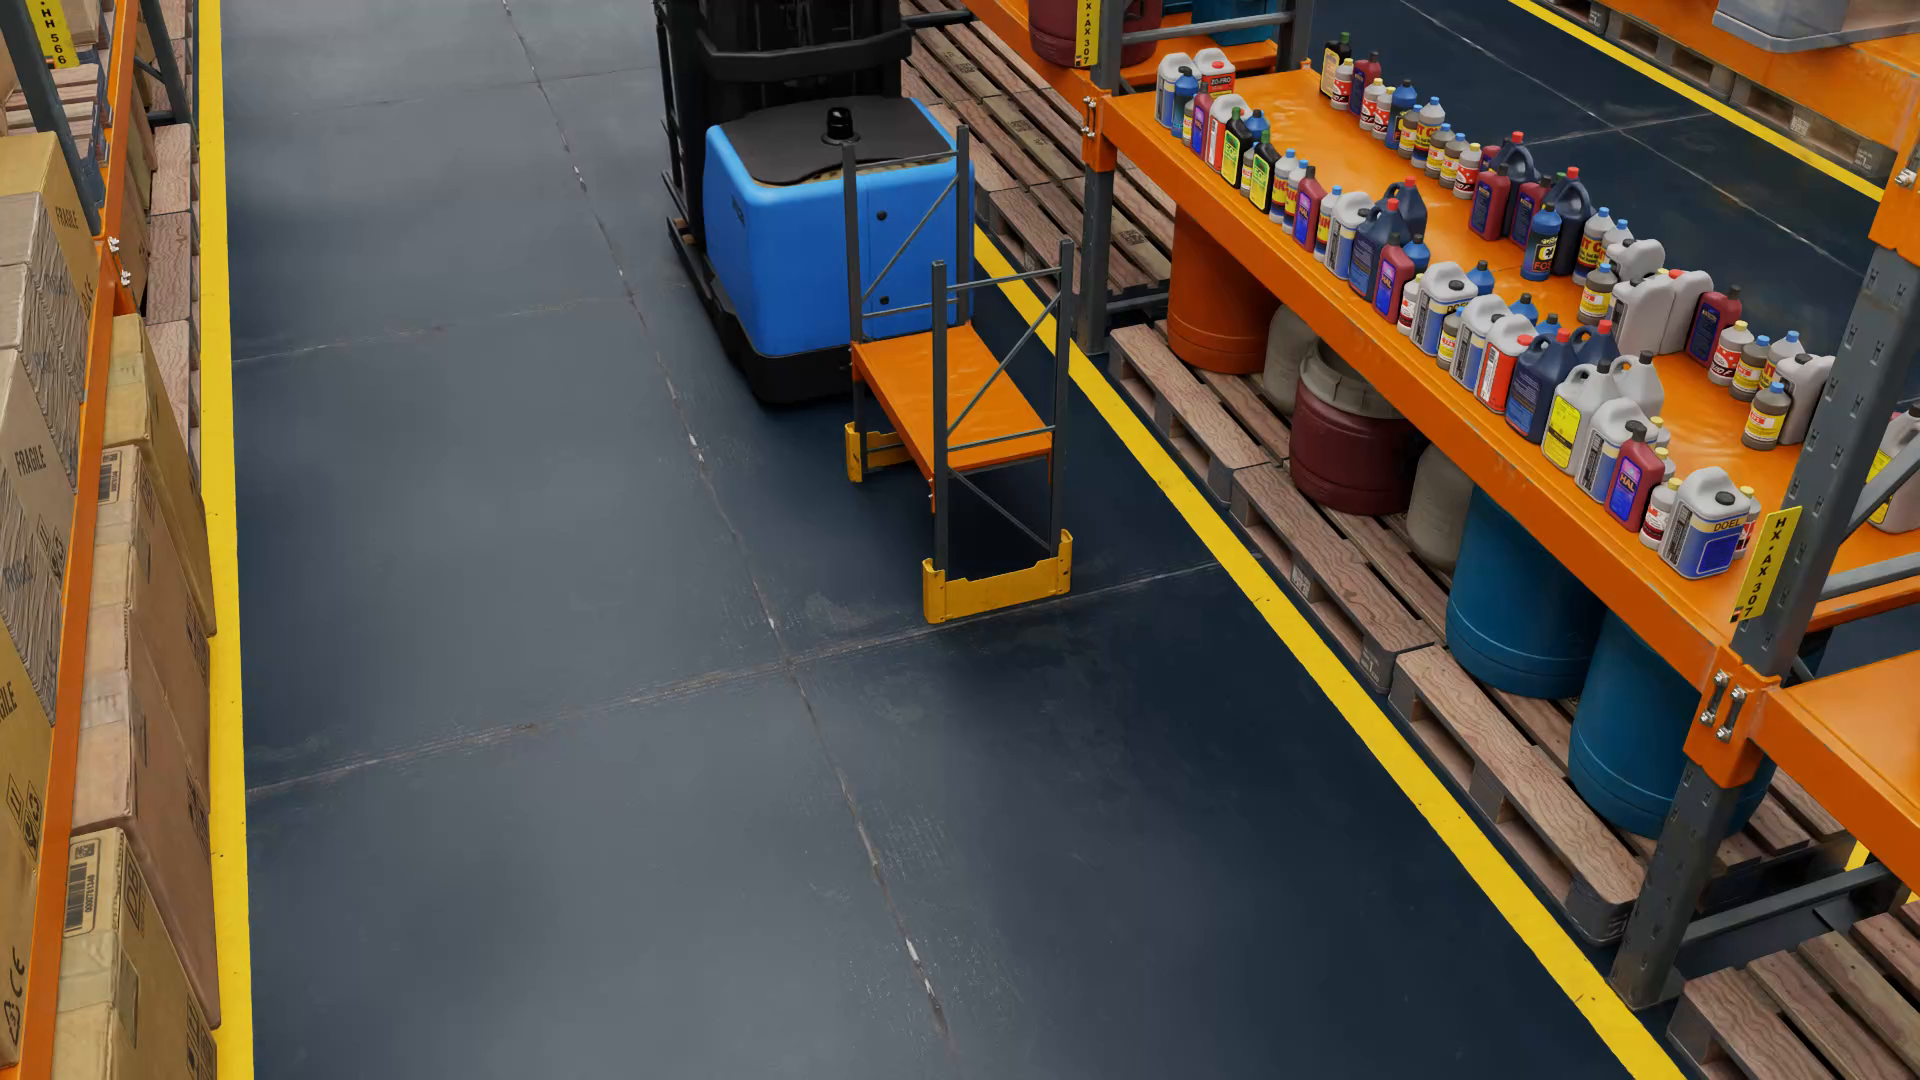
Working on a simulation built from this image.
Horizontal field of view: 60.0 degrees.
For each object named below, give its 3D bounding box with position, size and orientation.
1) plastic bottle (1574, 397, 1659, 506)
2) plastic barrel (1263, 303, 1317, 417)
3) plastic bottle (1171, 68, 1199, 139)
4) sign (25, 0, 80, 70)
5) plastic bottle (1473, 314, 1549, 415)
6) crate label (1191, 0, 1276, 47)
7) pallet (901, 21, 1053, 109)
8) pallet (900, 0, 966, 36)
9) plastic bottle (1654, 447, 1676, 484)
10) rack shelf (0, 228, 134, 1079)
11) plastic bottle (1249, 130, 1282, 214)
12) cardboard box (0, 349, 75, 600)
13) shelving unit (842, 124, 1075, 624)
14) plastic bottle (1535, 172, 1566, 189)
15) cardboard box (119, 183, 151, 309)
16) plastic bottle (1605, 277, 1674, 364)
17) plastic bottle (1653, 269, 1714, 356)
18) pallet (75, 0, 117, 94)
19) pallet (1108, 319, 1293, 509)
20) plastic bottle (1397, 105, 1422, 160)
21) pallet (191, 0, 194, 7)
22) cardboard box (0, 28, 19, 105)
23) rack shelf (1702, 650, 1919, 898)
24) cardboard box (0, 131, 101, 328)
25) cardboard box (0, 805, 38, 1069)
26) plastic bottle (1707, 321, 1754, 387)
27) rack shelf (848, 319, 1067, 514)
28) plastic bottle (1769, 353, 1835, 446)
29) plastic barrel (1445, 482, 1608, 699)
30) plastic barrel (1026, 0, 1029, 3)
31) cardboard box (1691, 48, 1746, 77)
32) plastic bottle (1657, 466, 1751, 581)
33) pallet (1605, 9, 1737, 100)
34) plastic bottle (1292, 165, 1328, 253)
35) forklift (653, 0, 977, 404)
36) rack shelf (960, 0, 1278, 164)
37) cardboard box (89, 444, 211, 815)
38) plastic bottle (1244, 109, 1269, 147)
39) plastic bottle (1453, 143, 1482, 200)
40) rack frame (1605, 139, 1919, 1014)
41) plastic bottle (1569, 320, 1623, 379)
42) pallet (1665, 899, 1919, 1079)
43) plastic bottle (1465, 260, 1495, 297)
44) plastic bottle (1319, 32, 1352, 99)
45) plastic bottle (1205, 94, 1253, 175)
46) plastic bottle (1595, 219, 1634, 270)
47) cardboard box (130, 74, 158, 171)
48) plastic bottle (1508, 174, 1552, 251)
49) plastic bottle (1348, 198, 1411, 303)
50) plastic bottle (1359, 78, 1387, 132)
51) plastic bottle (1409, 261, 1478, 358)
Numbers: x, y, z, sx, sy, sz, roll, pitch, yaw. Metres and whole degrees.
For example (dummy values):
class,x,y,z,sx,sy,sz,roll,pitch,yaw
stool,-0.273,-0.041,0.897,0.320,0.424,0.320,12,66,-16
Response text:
class,x,y,z,sx,sy,sz,roll,pitch,yaw
plastic bottle,1.862,-0.254,4.697,0.152,0.276,0.135,-12,39,-16
plastic barrel,1.513,-0.801,7.040,0.421,0.512,0.421,0,37,0
plastic bottle,0.910,-1.767,6.709,0.097,0.271,0.097,0,37,0
sign,-3.080,-1.755,5.624,0.100,0.325,0.005,-12,39,-16
plastic bottle,1.689,-0.539,5.075,0.152,0.276,0.135,-12,39,-16
crate label,1.257,-2.449,7.648,0.303,0.233,0.416,-12,39,-16
pallet,-0.019,-2.911,10.439,1.003,0.211,1.213,-12,39,-16
pallet,-0.518,-3.735,11.533,1.003,0.211,1.213,-12,39,-16
plastic bottle,1.933,-0.165,4.641,0.097,0.201,0.097,0,37,0
rack shelf,-2.912,0.242,4.534,1.077,0.370,4.000,-12,39,-16
plastic bottle,1.138,-1.366,6.167,0.061,0.283,0.133,-12,39,-16
cardboard box,-2.675,-0.125,4.339,0.500,0.500,0.500,-12,39,-15
shelving unit,-0.026,-0.642,6.356,0.587,1.500,1.083,-12,39,-16
plastic bottle,2.093,-1.188,5.932,0.061,0.283,0.133,-12,39,-16
cardboard box,-4.254,-1.356,7.770,0.700,0.500,0.500,-9,38,-12
plastic bottle,2.164,-0.723,5.320,0.152,0.276,0.135,-12,39,-16
plastic bottle,2.307,-0.755,5.362,0.152,0.276,0.135,-12,39,-16
pallet,-4.320,-2.208,7.348,1.003,0.211,1.213,-12,39,-16
pallet,1.361,-0.650,7.438,1.003,0.211,1.213,-12,39,-16
plastic bottle,1.793,-1.617,6.569,0.097,0.201,0.097,0,37,0
pallet,-6.080,-4.072,11.980,1.003,0.211,1.213,-12,39,-16
cardboard box,-4.109,-1.974,6.446,0.700,0.500,0.500,-7,38,-9
rack shelf,3.115,1.476,2.895,1.077,0.370,4.000,-12,39,-16
cardboard box,-3.198,-0.988,5.485,0.500,0.500,0.500,-11,38,-15
cardboard box,-2.147,0.733,3.201,0.500,0.500,0.500,-12,39,-16
plastic bottle,2.418,-0.590,5.205,0.097,0.201,0.097,0,37,0
rack shelf,-0.029,-0.504,6.471,0.538,0.185,1.000,-12,39,-16
plastic bottle,2.499,-0.439,4.942,0.152,0.276,0.135,-12,39,-16
plastic barrel,2.012,0.018,5.627,0.600,0.901,0.708,-12,39,-16
plastic barrel,0.496,-2.782,7.858,0.421,0.512,0.421,0,37,0
cardboard box,4.942,-3.115,10.329,0.500,0.250,0.500,-12,39,-15
plastic bottle,1.988,-0.047,4.423,0.152,0.276,0.135,-12,39,-16
pallet,5.040,-3.272,10.918,1.003,0.211,1.213,-12,39,-16
plastic bottle,1.251,-1.181,5.921,0.061,0.283,0.133,-12,39,-16
forklift,-0.899,-2.669,7.857,1.130,2.935,3.031,-12,39,-16
rack shelf,0.362,-3.043,8.895,1.077,0.370,4.000,-12,39,-16
cardboard box,-3.083,0.405,5.136,1.225,0.875,0.875,-12,39,-16
plastic bottle,1.126,-1.518,6.379,0.097,0.271,0.097,0,37,0
plastic bottle,1.927,-1.397,6.277,0.097,0.201,0.097,0,37,0
rack frame,2.427,0.059,4.179,1.000,3.000,0.127,-12,39,-16
plastic bottle,1.875,-0.507,4.971,0.144,0.351,0.185,-12,39,-16
pallet,2.716,1.580,4.477,1.003,0.211,1.213,-12,39,-16
plastic bottle,1.673,-0.780,5.399,0.097,0.271,0.097,0,37,0
plastic bottle,1.590,-2.014,7.028,0.061,0.283,0.133,-12,39,-16
plastic bottle,1.055,-1.578,6.456,0.152,0.276,0.135,-12,39,-16
plastic bottle,2.213,-0.955,5.632,0.097,0.271,0.097,0,37,0
cardboard box,-4.785,-2.261,8.970,0.700,0.500,0.500,-15,40,-19
plastic bottle,2.036,-1.176,5.915,0.061,0.283,0.133,-12,39,-16
plastic bottle,1.424,-0.995,5.619,0.144,0.351,0.185,-12,39,-16
plastic bottle,1.692,-1.782,6.788,0.097,0.201,0.097,0,37,0
plastic bottle,1.562,-0.746,5.350,0.152,0.276,0.135,-12,39,-16
